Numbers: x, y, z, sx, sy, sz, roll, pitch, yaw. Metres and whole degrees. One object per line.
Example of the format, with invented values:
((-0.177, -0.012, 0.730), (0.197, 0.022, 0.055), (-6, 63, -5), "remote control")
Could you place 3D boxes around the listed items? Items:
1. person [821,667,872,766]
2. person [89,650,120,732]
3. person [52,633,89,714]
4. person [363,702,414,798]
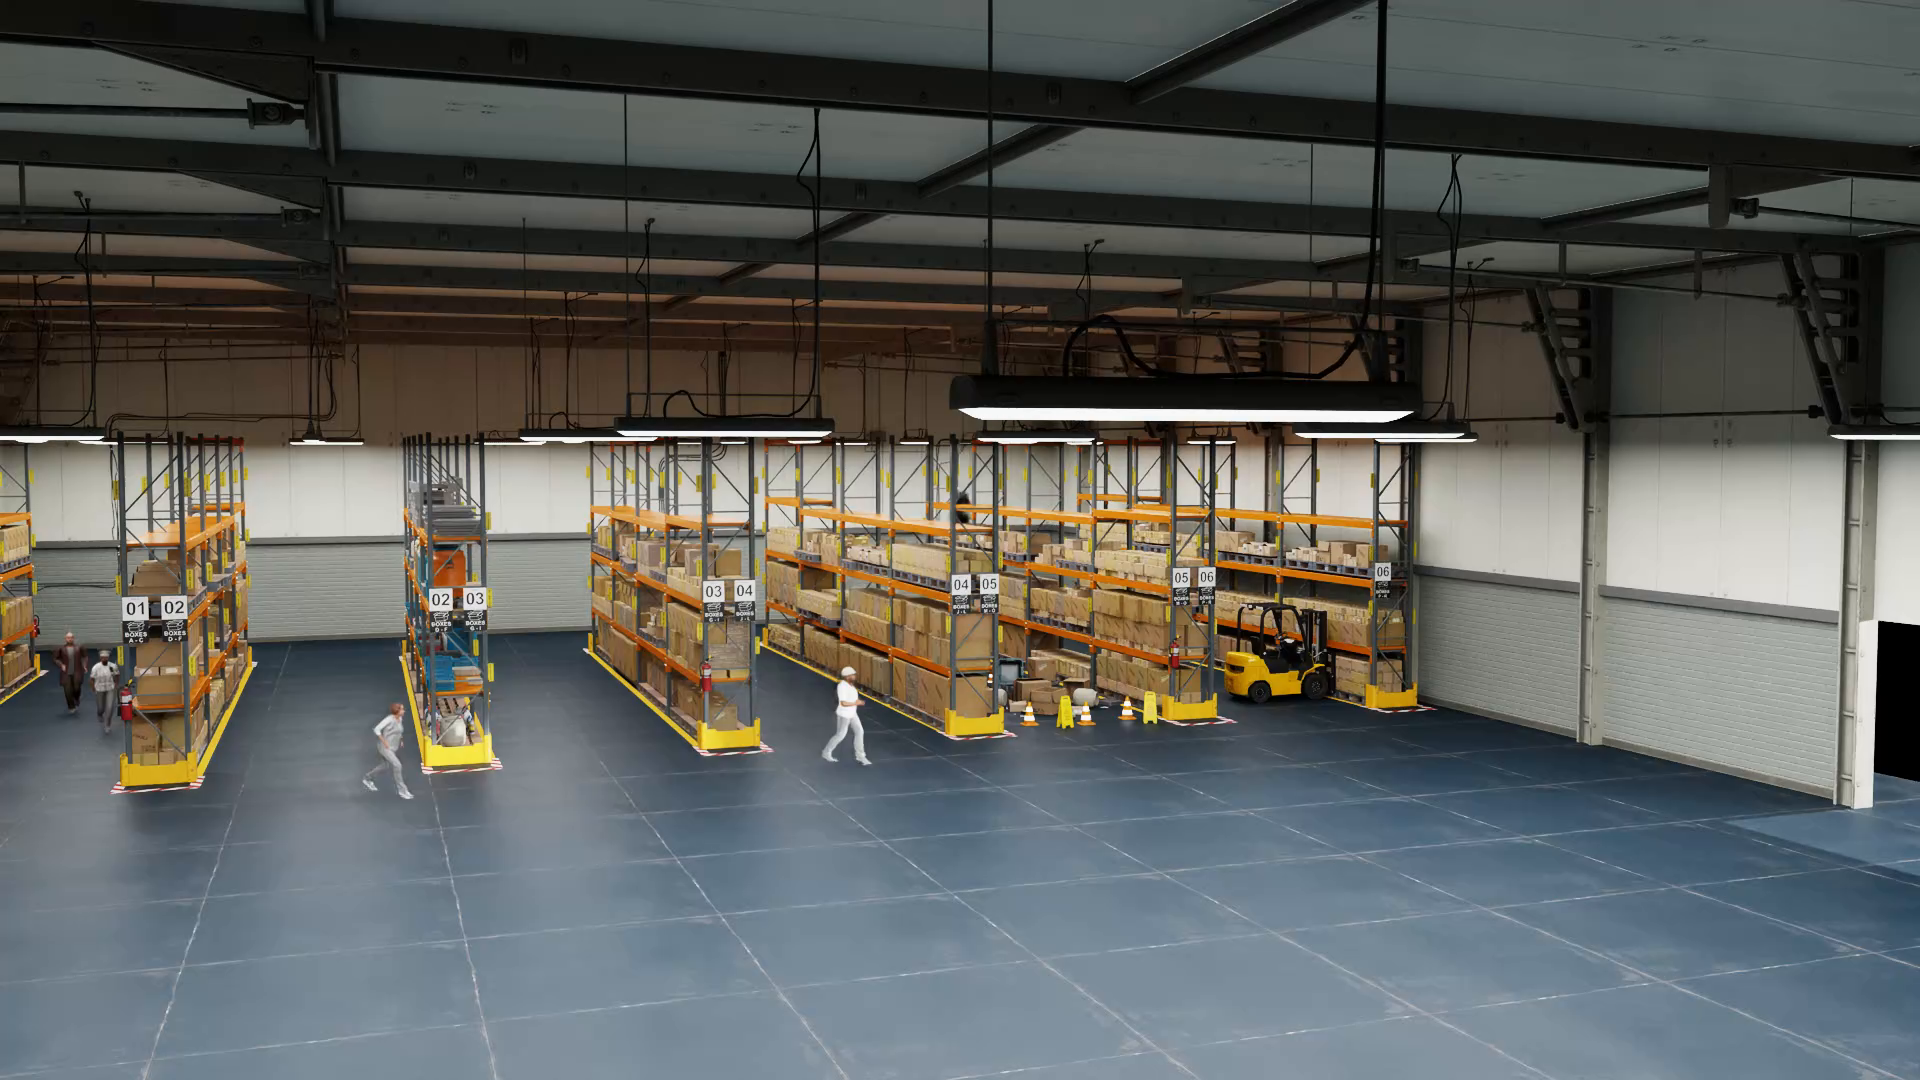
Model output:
((-2.064, 3.177, 29.940), (0.898, 1.801, 0.649), (1, 3, 18), "person")
((-17.334, 3.038, 33.721), (0.561, 1.658, 0.681), (-2, 4, -31), "person")
((-19.174, 2.876, 35.867), (0.711, 1.735, 0.570), (-2, 4, -30), "person")
((-9.381, 3.428, 27.165), (0.944, 1.569, 0.524), (1, 3, 14), "person")
